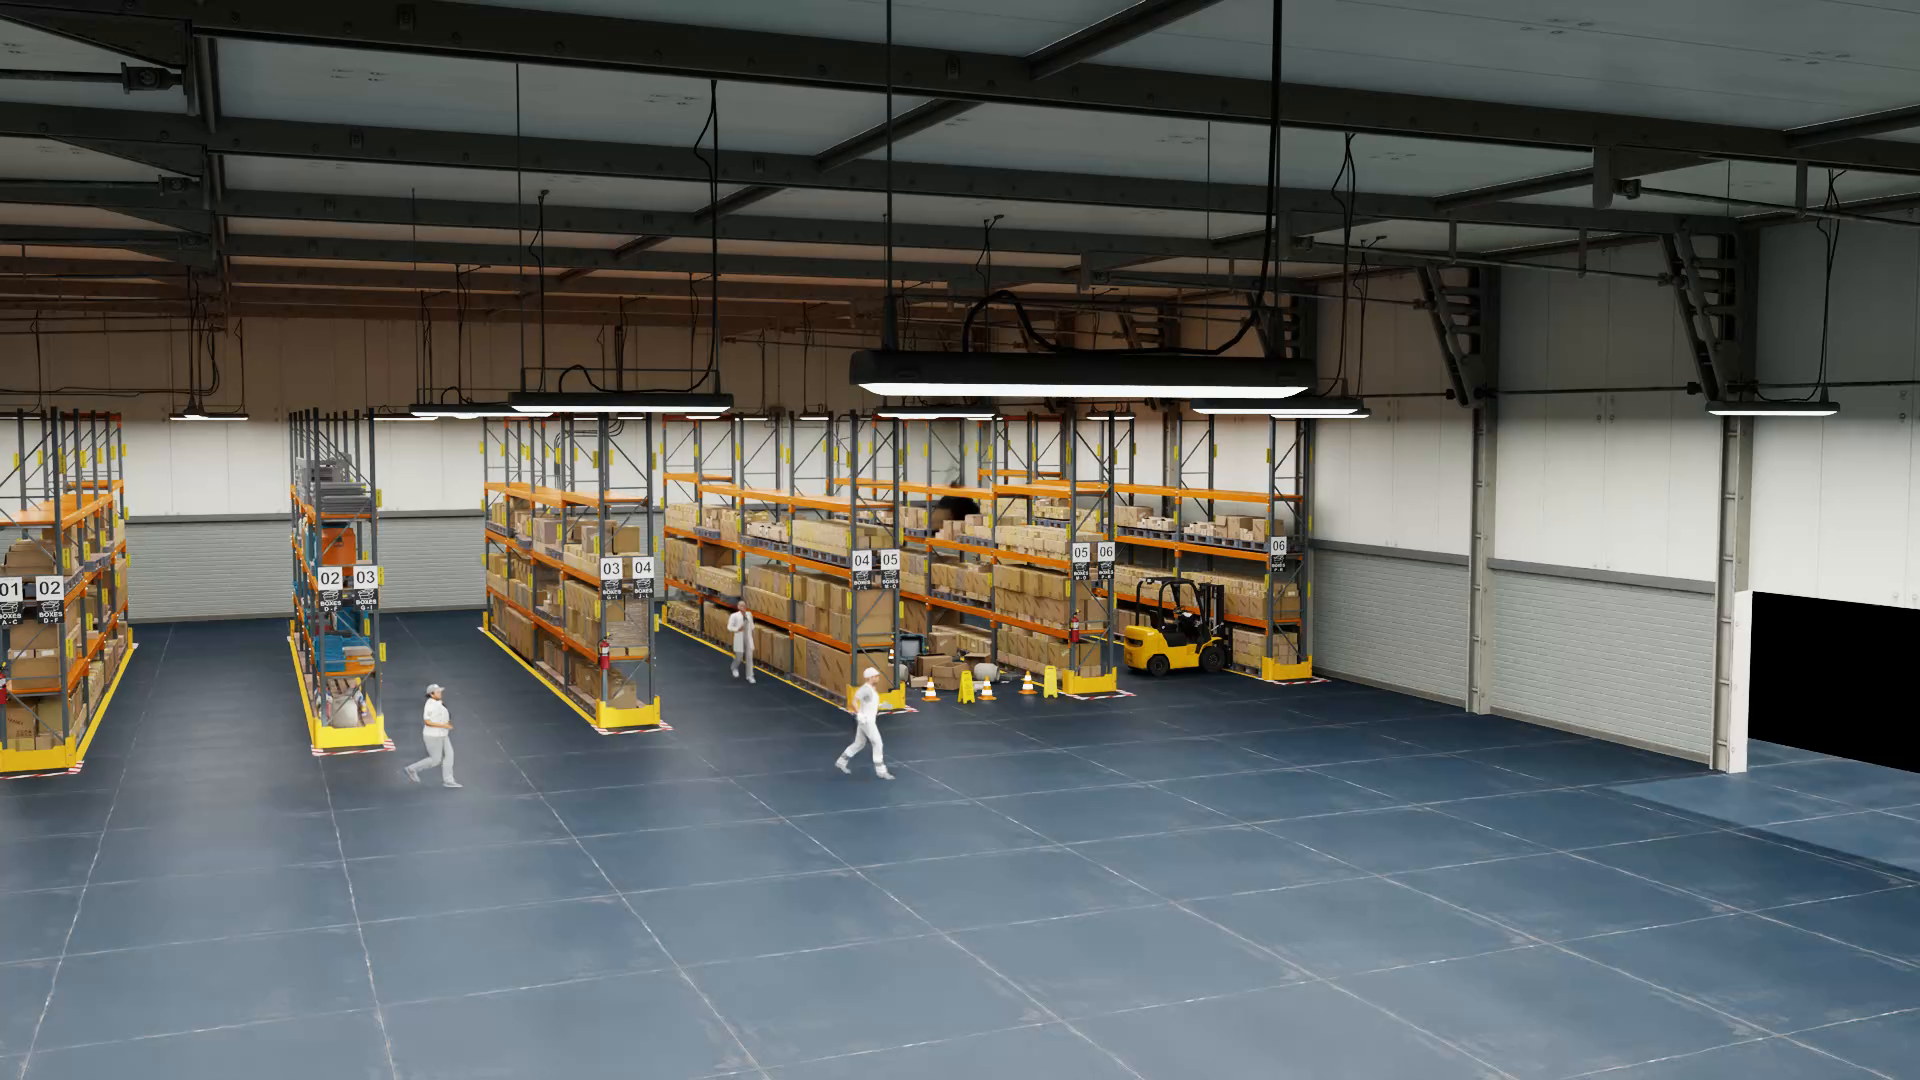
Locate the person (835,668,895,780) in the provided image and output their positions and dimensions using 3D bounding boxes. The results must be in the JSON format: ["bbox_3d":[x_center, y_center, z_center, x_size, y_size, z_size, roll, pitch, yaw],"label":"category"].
[{"bbox_3d":[-1.539,2.951,26.774,0.967,1.805,0.597,0,4,-2],"label":"person"}]

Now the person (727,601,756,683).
[{"bbox_3d":[-4.814,2.236,36.819,0.710,1.781,1.049,-2,5,-30],"label":"person"}]

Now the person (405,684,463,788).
[{"bbox_3d":[-8.226,3.079,26.037,0.829,1.658,0.607,0,4,-2],"label":"person"}]

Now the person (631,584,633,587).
[{"bbox_3d":[-8.644,1.758,44.976,0.605,1.651,0.927,-1,4,-19],"label":"person"}]

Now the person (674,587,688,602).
[{"bbox_3d":[-8.230,1.438,49.298,0.783,1.710,0.723,0,4,-3],"label":"person"}]
